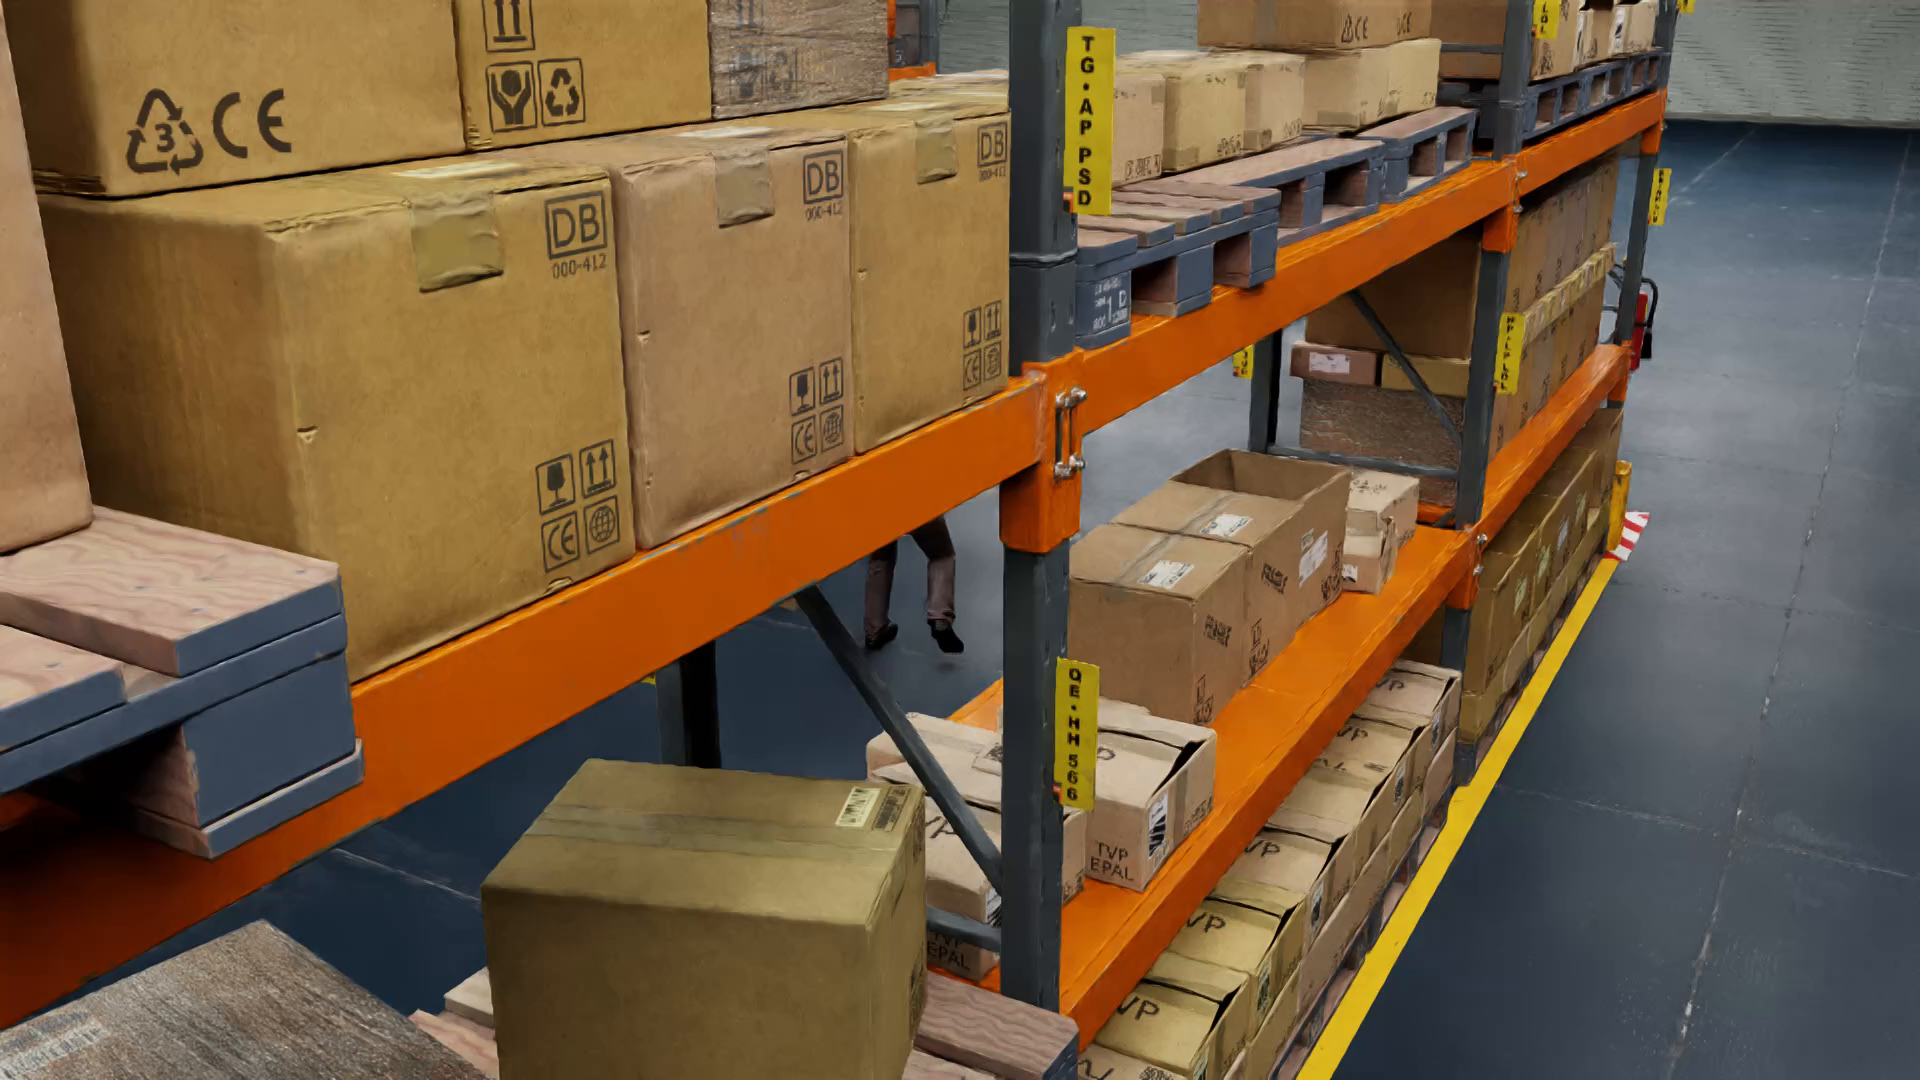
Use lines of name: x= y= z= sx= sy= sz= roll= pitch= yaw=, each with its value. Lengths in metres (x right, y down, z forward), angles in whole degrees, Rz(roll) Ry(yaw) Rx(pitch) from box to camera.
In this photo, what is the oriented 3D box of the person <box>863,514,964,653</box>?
person: x=-0.319 y=-0.201 z=8.737 sx=0.773 sy=1.692 sz=0.491 roll=6 pitch=20 yaw=16
